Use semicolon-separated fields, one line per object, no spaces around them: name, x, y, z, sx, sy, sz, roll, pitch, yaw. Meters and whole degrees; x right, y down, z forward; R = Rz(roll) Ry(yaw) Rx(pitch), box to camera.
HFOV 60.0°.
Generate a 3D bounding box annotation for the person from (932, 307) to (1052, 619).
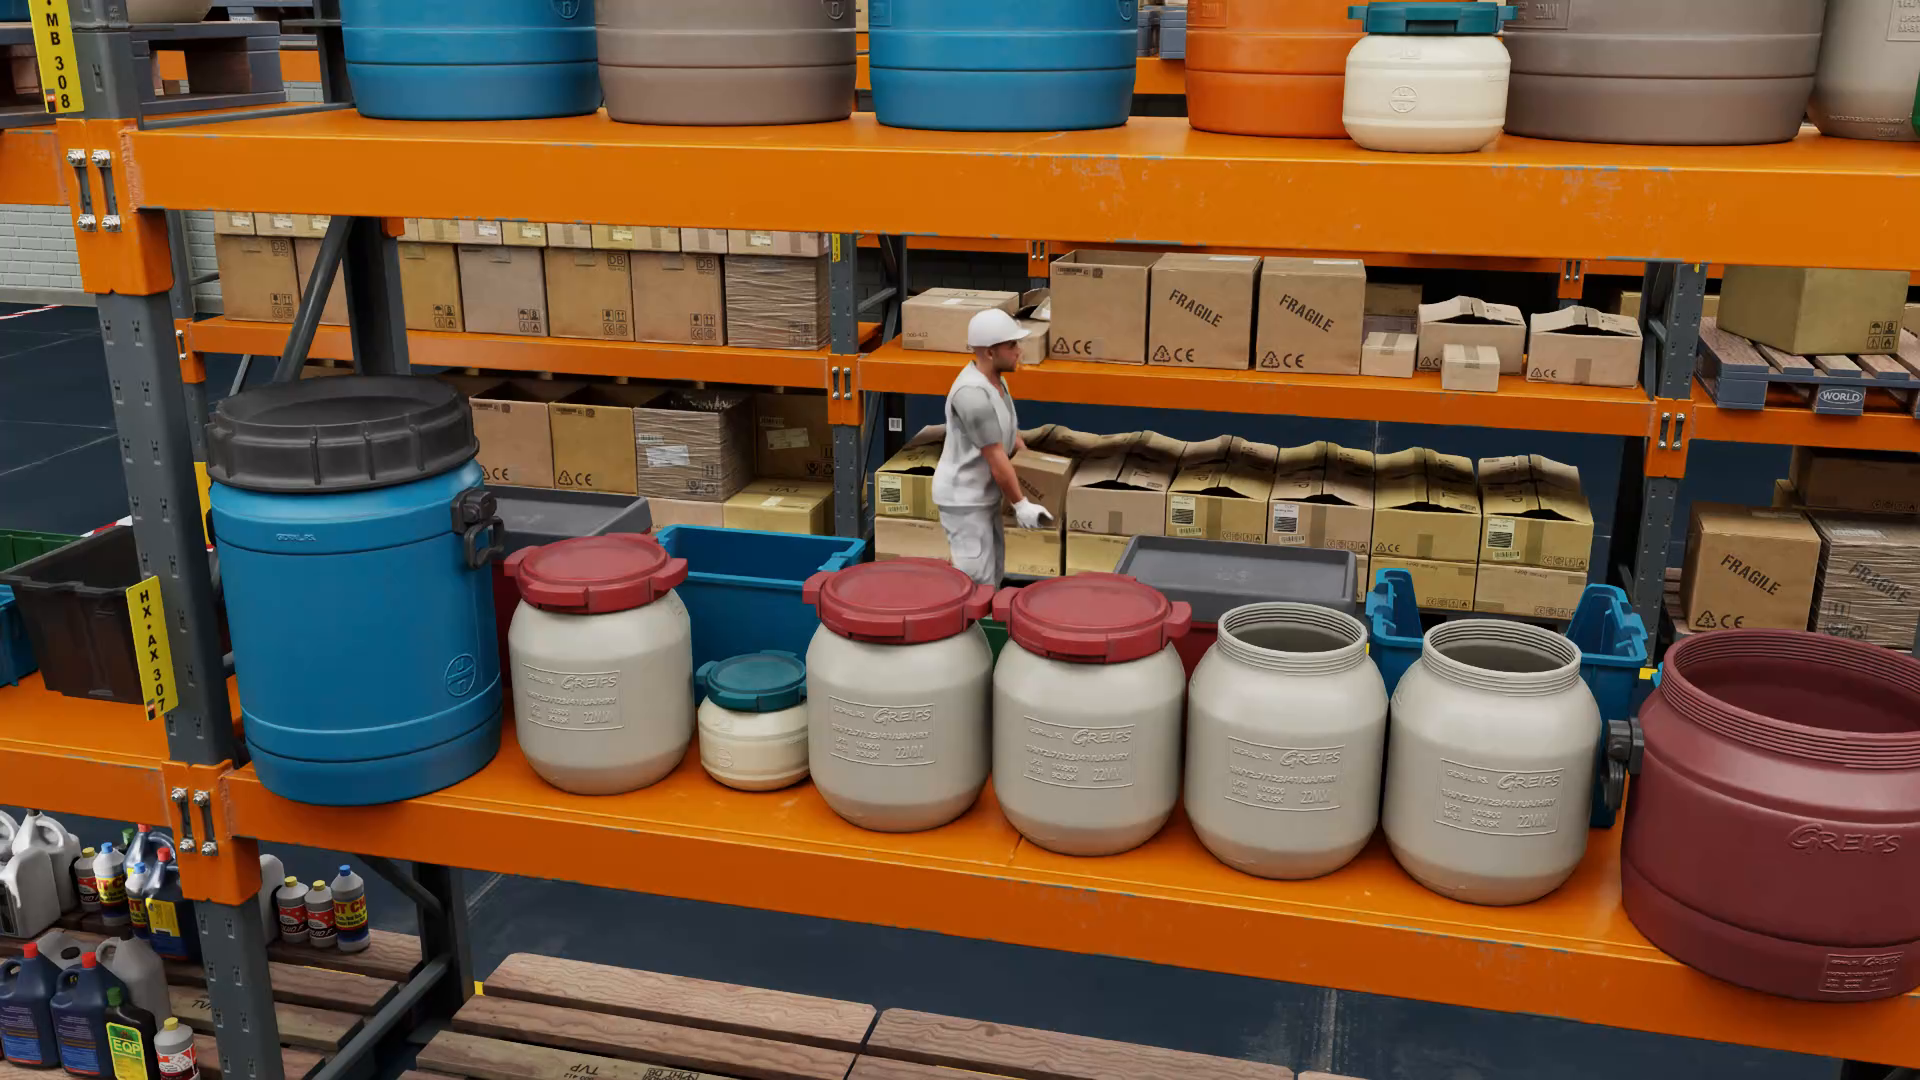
person;0.165;-0.163;7.520;0.558;1.784;0.495;4;19;12
